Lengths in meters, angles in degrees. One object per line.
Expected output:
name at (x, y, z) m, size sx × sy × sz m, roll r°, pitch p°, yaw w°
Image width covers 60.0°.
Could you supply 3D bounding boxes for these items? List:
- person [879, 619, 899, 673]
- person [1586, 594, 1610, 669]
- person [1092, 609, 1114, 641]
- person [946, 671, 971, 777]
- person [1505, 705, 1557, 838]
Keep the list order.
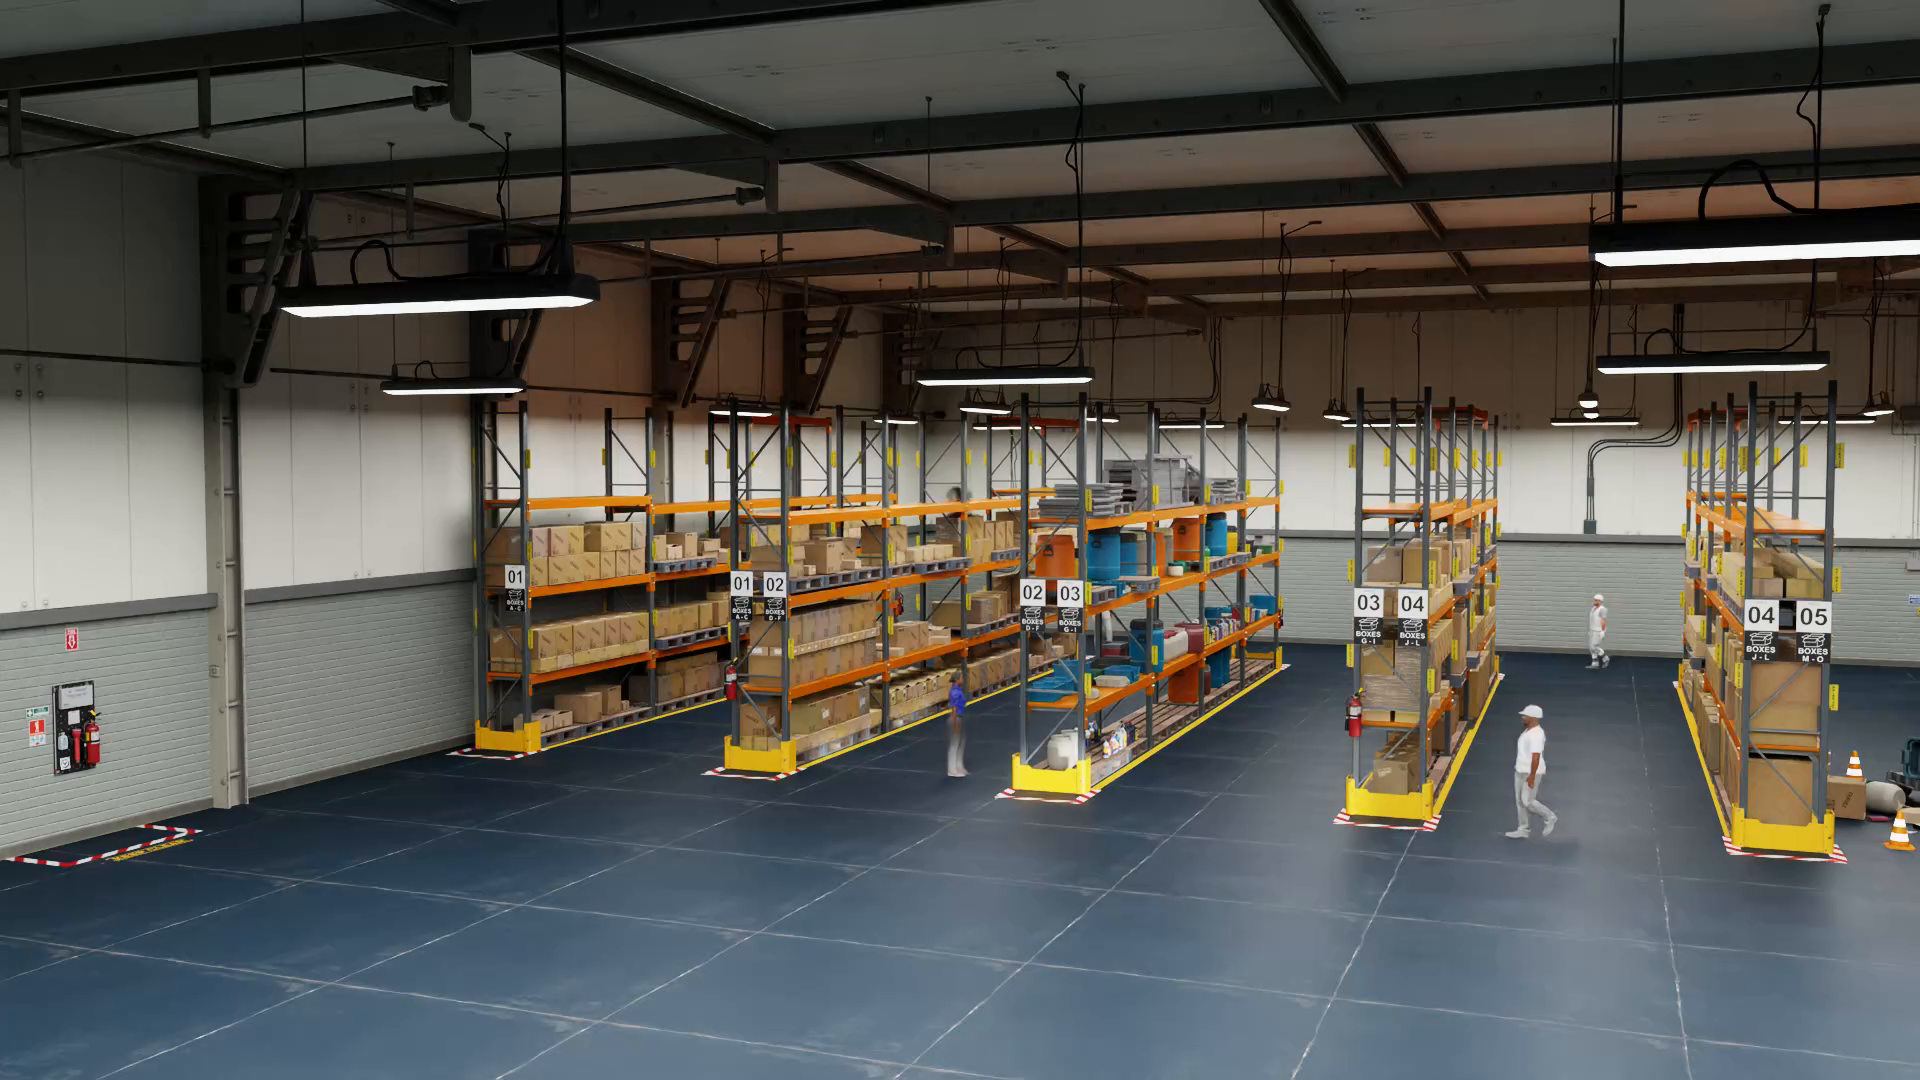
person at (-1.448, 2.482, 35.503) m, size 0.510 × 1.735 × 0.567 m, roll -2°, pitch 3°, yaw -34°
person at (15.124, 2.173, 39.415) m, size 0.498 × 1.786 × 0.582 m, roll 0°, pitch 3°, yaw -3°
person at (3.722, 2.000, 43.187) m, size 0.625 × 1.727 × 0.966 m, roll 0°, pitch 3°, yaw -9°
person at (-0.022, 2.920, 26.257) m, size 0.383 × 1.704 × 0.508 m, roll 0°, pitch 3°, yaw 5°
person at (7.530, 3.048, 21.831) m, size 0.607 × 1.761 × 0.522 m, roll -1°, pitch 3°, yaw -15°
